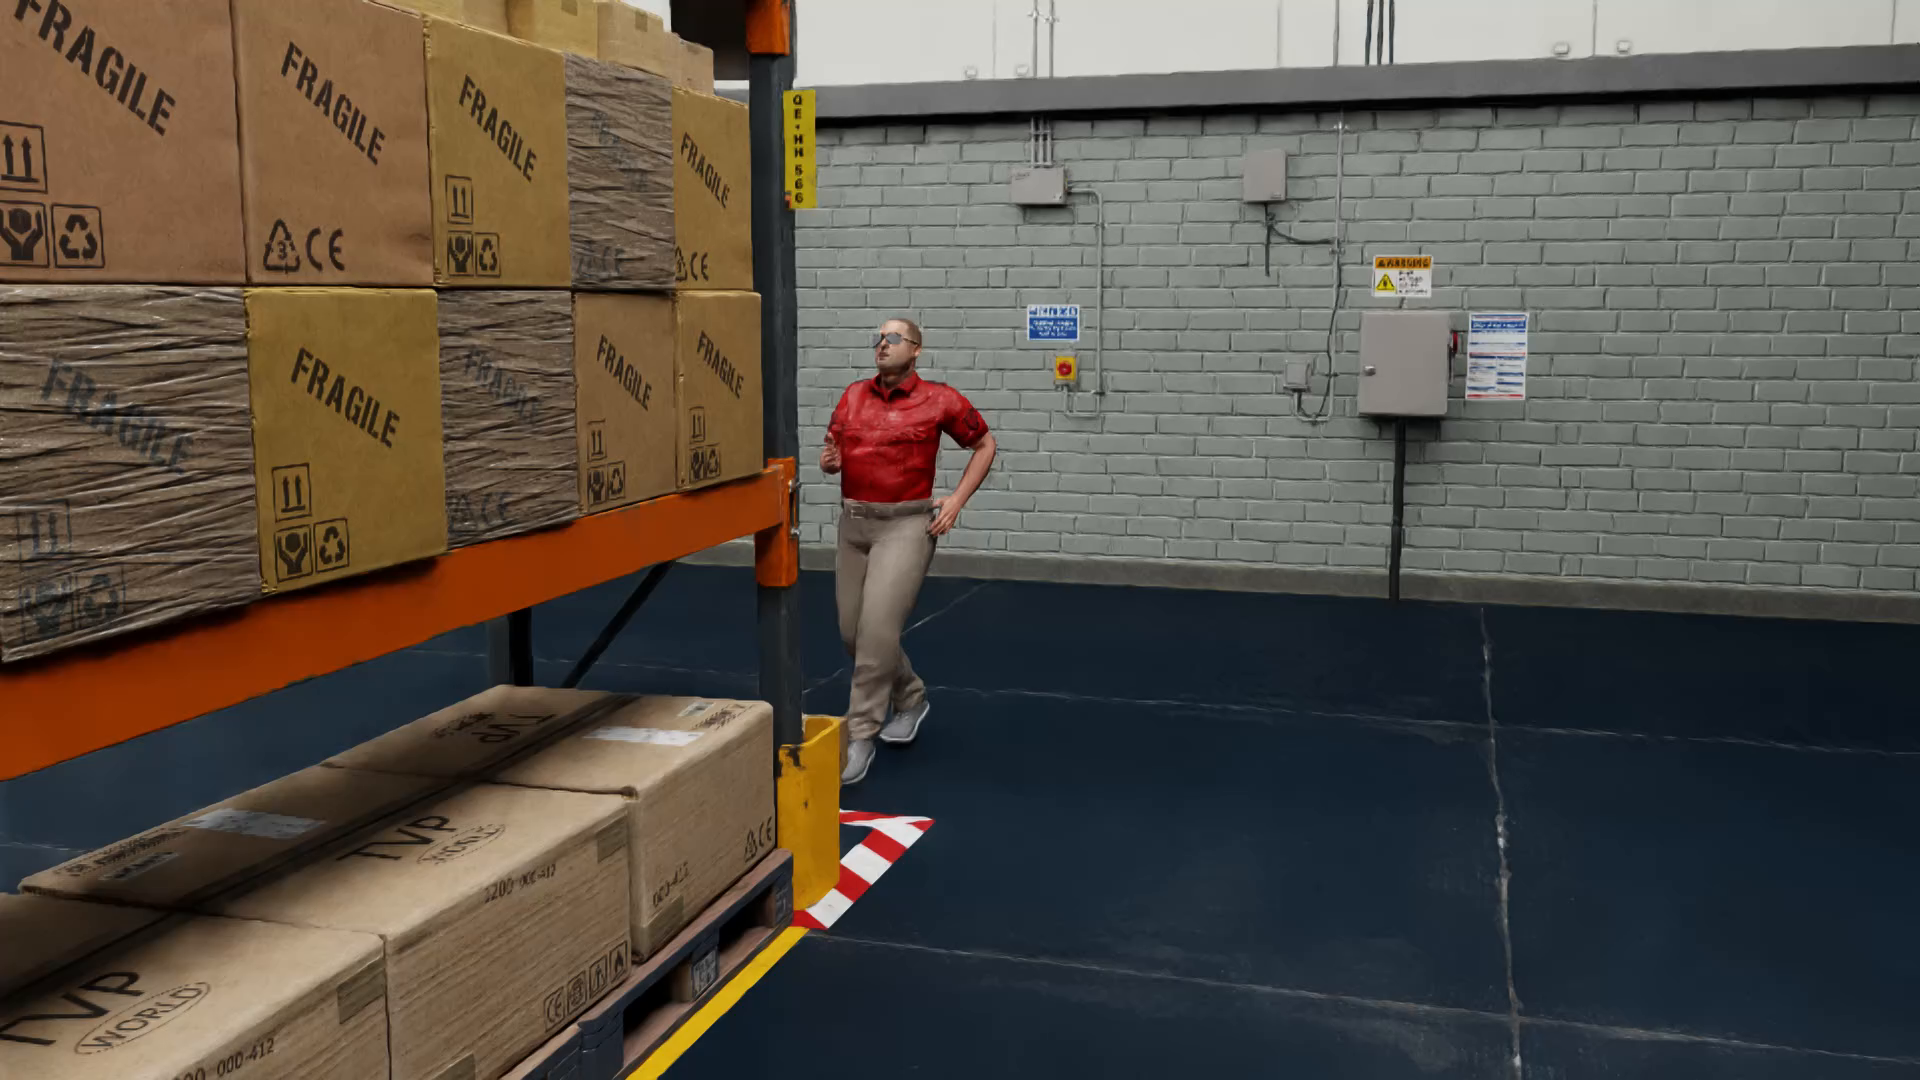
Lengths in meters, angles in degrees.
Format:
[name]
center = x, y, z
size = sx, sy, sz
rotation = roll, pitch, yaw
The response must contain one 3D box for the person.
[person]
center = -0.337, 0.005, 6.422
size = 0.622, 1.711, 0.854
rotation = 6, 10, 35
